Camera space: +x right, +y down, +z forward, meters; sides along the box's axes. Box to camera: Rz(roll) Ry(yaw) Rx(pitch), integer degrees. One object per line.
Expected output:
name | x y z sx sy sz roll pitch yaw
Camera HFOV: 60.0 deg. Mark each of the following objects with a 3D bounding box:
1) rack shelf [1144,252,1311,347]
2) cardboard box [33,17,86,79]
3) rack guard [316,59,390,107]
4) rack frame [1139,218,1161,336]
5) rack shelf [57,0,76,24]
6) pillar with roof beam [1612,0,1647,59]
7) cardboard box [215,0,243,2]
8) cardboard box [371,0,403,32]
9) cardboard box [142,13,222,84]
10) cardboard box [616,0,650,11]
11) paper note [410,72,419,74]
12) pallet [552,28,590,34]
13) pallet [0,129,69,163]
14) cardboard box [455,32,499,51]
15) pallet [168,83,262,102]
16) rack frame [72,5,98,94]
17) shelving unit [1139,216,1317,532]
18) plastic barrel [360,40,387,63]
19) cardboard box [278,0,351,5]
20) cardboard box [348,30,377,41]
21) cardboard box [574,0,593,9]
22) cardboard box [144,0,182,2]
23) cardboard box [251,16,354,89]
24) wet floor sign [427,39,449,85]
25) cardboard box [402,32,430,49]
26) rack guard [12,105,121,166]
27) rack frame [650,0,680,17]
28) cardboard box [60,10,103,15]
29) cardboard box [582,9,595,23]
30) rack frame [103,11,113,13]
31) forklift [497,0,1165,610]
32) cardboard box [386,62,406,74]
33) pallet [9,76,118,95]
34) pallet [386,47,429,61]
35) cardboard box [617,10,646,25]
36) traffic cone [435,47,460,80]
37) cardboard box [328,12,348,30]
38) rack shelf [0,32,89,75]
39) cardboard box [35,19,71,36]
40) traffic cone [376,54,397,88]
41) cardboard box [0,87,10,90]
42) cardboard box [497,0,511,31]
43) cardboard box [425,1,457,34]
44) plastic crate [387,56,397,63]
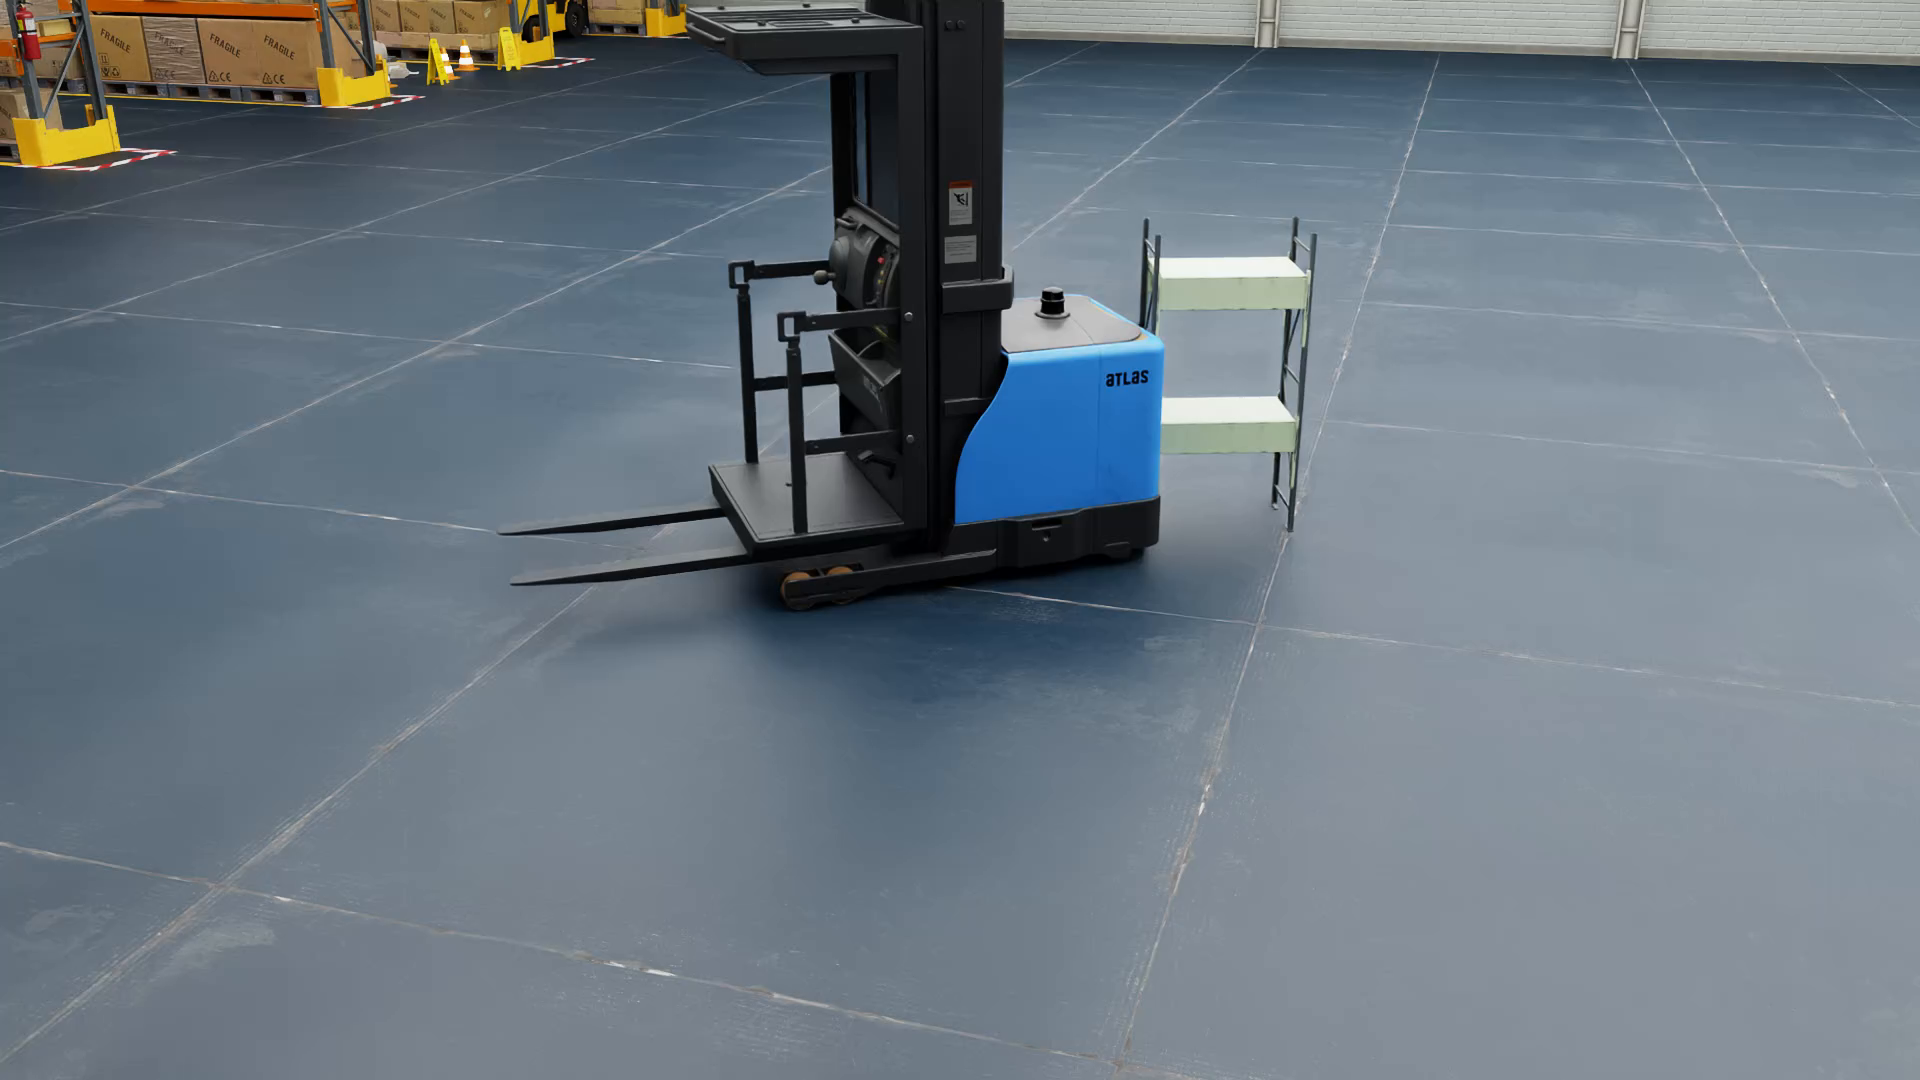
rack shelf | 1.277 -1.162 8.039 0.720 0.370 0.431 -1 22 -3
cardboard box | -12.833 -7.104 23.986 0.750 0.750 1.050 6 23 15
rack guard | -8.360 -6.318 22.952 0.348 0.500 1.175 7 23 16
rack frame | 0.912 -0.795 8.170 0.023 1.500 0.400 -1 22 -3
rack shelf | -14.127 -7.802 24.224 4.000 0.370 1.077 7 23 16
pillar with roof beam | 9.963 -10.732 22.515 0.400 9.000 9.100 7 23 16
cardboard box | -9.784 -7.730 22.903 0.550 0.550 0.875 7 23 16
cardboard box | -9.381 -8.719 27.595 0.500 0.500 0.500 8 24 18
cardboard box | -10.767 -6.935 23.409 0.875 0.875 0.875 7 23 16
cardboard box | -6.176 -10.183 31.493 0.500 0.250 0.500 6 23 15
paper note | -8.530 -7.293 25.948 0.142 0.019 0.148 -1 22 -3
pallet | -7.528 -10.003 32.317 1.213 0.211 1.003 7 23 15
pallet | -10.753 -4.506 18.915 1.213 0.211 1.003 7 23 16
cardboard box | -7.925 -8.202 27.322 0.500 0.250 0.500 6 23 15
pallet | -10.335 -6.380 23.485 1.213 0.211 1.003 7 23 15
rack frame | -12.213 -7.915 23.553 0.127 3.000 1.000 7 23 16
shelving unit | 1.277 -0.801 8.187 0.755 1.500 0.431 -1 22 -3
plastic barrel | -9.465 -7.771 26.595 0.512 0.421 0.421 -14 26 -30
cardboard box | -8.751 -7.570 22.514 0.550 0.550 0.875 7 23 16
cardboard box | -9.878 -8.430 27.877 0.500 0.250 0.500 8 24 19
cardboard box | -7.153 -10.291 31.756 0.500 0.250 0.500 6 23 14
cardboard box | -10.840 -7.794 23.061 0.550 0.550 0.875 7 23 16
cardboard box | -9.051 -6.738 22.930 0.875 0.875 0.875 7 23 16
wet floor sign | -7.783 -7.104 24.677 0.232 0.644 0.267 3 22 6
cardboard box | -8.898 -8.314 27.595 0.500 0.250 0.500 6 23 14
rack guard | -9.985 -4.537 18.612 0.348 0.500 1.175 7 23 16
rack frame | -5.620 -11.090 31.293 0.127 3.000 1.000 7 23 16
cardboard box | -15.346 -9.480 29.615 0.875 0.875 0.875 6 23 15
cardboard box | -7.110 -10.065 31.864 0.500 0.250 0.500 7 23 16
rack frame | -14.709 -10.163 29.033 0.127 3.000 1.000 7 23 16
forklift | -0.616 -1.267 7.437 3.031 2.935 1.130 -8 23 -18
cardboard box | -8.888 -7.377 25.997 0.380 0.149 0.250 -20 29 -39
pallet | -12.973 -6.682 24.221 1.213 0.211 1.003 7 23 16
pallet | -9.054 -8.241 28.021 1.213 0.211 1.003 7 23 16
cardboard box | -6.161 -9.949 31.581 0.500 0.250 0.500 7 23 16
traffic cone | -7.829 -7.250 25.275 0.334 0.463 0.336 7 23 16
cardboard box | -10.393 -8.831 27.867 0.500 0.500 0.500 8 24 18
rack shelf | -11.827 -5.572 18.788 4.000 0.370 1.077 7 23 16
cardboard box | -10.116 -5.687 18.452 0.250 0.149 0.380 7 23 16
traffic cone | -8.481 -6.877 24.365 0.334 0.463 0.336 7 23 16
cardboard box | -11.088 -4.851 18.823 0.500 0.500 0.500 13 26 29
cardboard box | -7.765 -8.747 27.661 0.500 0.500 0.500 6 23 14
cardboard box | -8.393 -8.604 27.315 0.500 0.500 0.500 7 23 17
plastic crate | -9.613 -7.904 27.372 0.583 0.080 0.402 -1 22 -3
